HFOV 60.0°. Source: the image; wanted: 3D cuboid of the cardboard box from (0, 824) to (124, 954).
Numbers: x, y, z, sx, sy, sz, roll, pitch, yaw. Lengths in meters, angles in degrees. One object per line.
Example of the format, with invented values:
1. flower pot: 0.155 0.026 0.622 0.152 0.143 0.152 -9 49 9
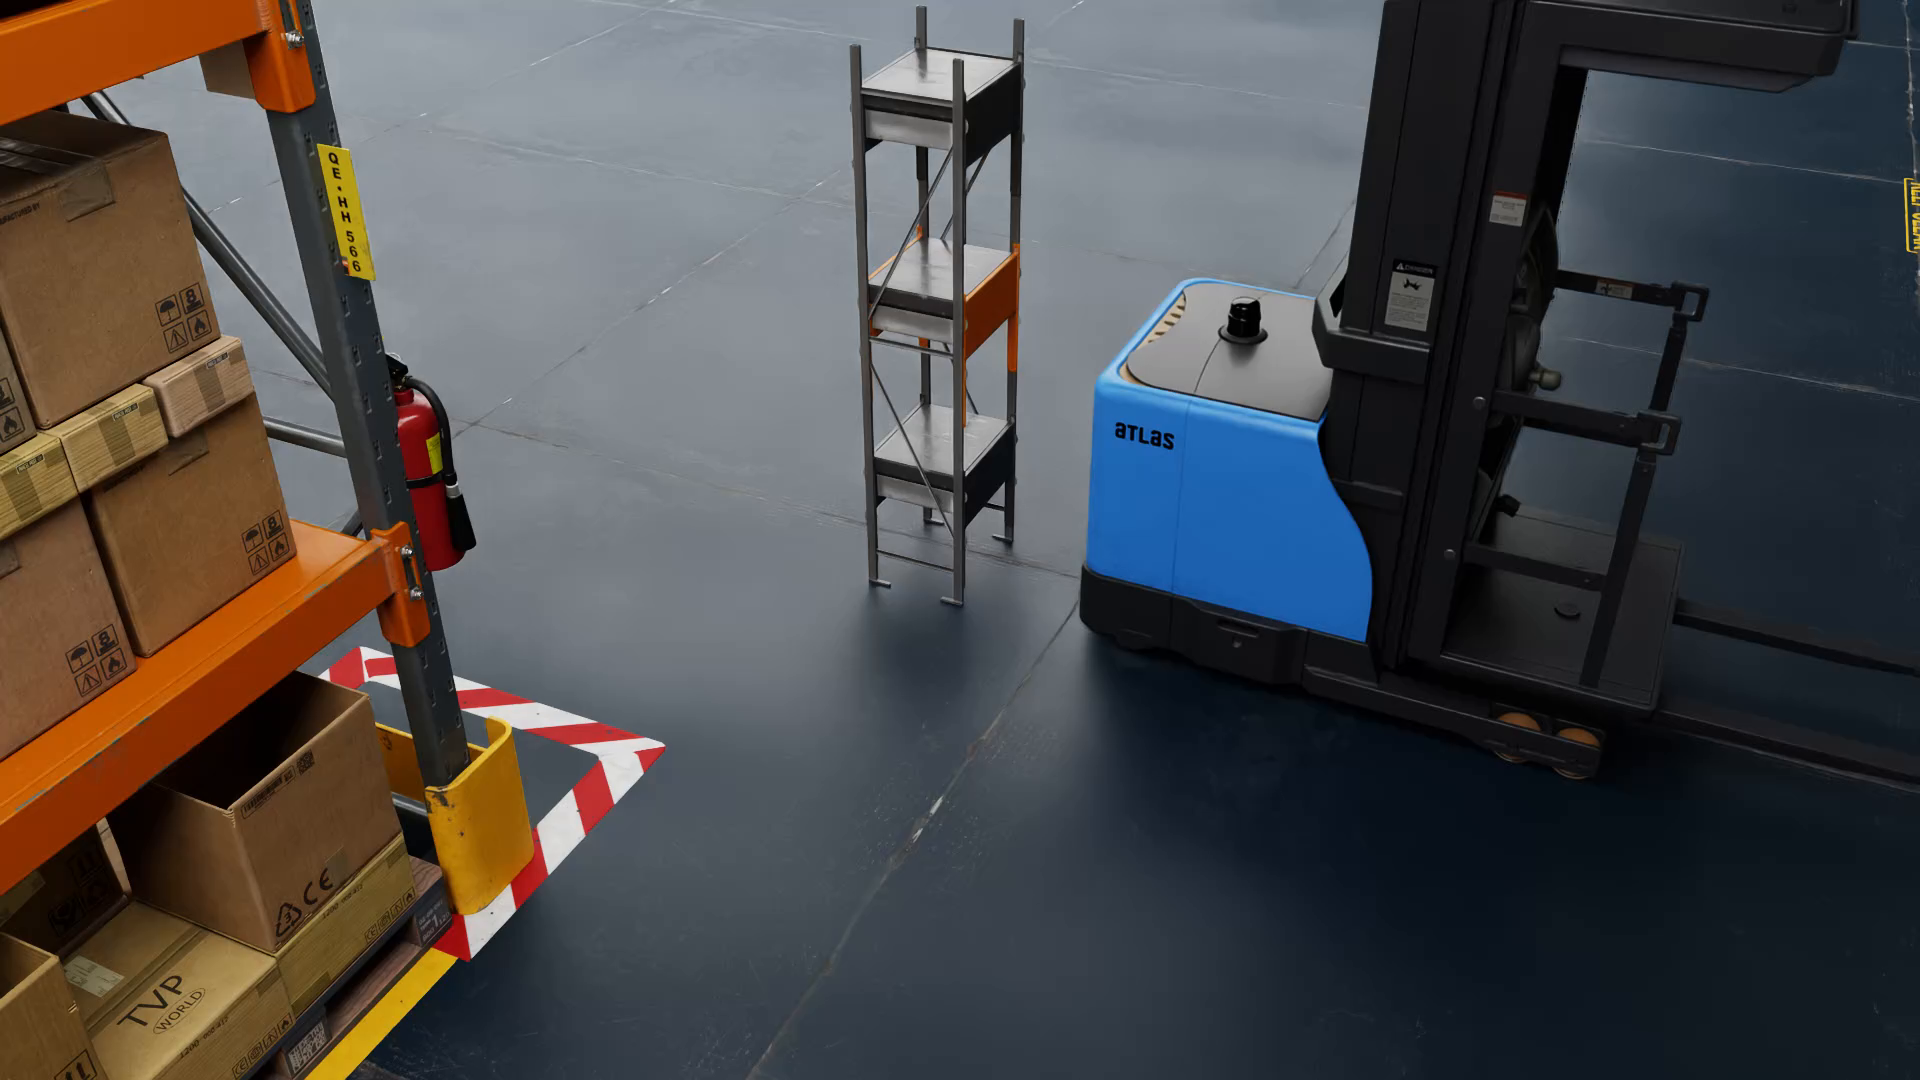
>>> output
1. cardboard box: -2.566 0.809 4.221 0.500 0.500 0.500 14 36 20

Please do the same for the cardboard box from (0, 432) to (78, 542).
1. cardboard box: -2.134 -0.138 3.542 0.380 0.149 0.250 14 36 20

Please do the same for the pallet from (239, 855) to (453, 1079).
1. pallet: -2.214 1.240 4.667 1.003 0.211 1.213 14 36 20

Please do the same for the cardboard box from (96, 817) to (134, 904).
1. cardboard box: -2.359 0.873 4.807 0.500 0.250 0.500 14 36 20

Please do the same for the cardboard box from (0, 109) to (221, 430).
1. cardboard box: -2.161 -0.645 3.724 0.700 0.500 0.500 14 36 21

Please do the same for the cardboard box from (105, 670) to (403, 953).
1. cardboard box: -1.886 0.679 4.419 0.500 0.500 0.500 14 36 20

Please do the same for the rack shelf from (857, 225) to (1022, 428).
1. rack shelf: -0.069 -0.784 6.056 0.431 0.518 0.480 14 36 20

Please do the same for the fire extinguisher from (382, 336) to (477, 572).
1. fire extinguisher: -1.461 -0.237 4.446 0.296 0.674 0.183 14 36 20

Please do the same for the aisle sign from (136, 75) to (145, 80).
1. aisle sign: -2.183 -1.507 3.942 0.394 0.787 0.004 14 36 20

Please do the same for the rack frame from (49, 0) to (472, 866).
1. rack frame: -1.932 -0.317 4.498 1.000 3.000 0.127 14 36 20

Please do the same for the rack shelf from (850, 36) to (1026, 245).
1. rack shelf: -0.069 -1.370 5.672 0.431 0.518 0.480 14 36 20

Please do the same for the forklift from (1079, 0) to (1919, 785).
1. forklift: 2.003 -0.764 5.242 3.031 2.935 1.130 14 36 21

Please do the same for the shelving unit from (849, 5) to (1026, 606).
1. shelving unit: -0.069 -0.796 6.049 0.431 2.100 0.503 14 36 20

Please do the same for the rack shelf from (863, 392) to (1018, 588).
1. rack shelf: -0.069 -0.199 6.440 0.431 0.518 0.480 14 36 20

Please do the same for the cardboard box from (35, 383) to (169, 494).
1. cardboard box: -2.027 -0.265 3.736 0.380 0.149 0.250 15 36 22

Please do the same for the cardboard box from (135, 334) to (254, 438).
1. cardboard box: -1.919 -0.396 3.935 0.380 0.149 0.250 14 36 20

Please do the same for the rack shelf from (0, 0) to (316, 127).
1. rack shelf: -2.769 -0.274 2.353 1.077 0.370 4.000 14 36 20

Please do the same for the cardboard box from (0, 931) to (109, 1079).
1. cardboard box: -2.291 1.181 3.655 0.500 0.500 0.500 14 36 20

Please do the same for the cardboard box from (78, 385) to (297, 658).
1. cardboard box: -2.139 -0.129 4.120 0.700 0.500 0.500 14 36 20

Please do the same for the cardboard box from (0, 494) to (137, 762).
1. cardboard box: -2.355 0.134 3.720 0.700 0.500 0.500 15 36 22

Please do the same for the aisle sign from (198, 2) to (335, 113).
1. aisle sign: -1.638 -1.369 3.732 0.394 0.787 0.004 14 36 20

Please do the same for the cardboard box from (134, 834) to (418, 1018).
1. cardboard box: -1.888 0.992 4.626 0.500 0.250 0.500 14 36 20

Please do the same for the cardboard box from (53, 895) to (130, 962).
1. cardboard box: -2.565 1.123 4.426 0.500 0.250 0.500 14 36 20

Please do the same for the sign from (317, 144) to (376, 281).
1. sign: -1.445 -0.769 3.915 0.100 0.325 0.005 14 36 20

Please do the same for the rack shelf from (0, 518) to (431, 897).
1. rack shelf: -2.769 0.980 3.176 1.077 0.370 4.000 14 36 20

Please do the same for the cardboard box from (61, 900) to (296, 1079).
1. cardboard box: -2.087 1.244 4.242 0.500 0.250 0.500 14 36 20

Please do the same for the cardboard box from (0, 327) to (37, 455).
1. cardboard box: -2.376 -0.382 3.323 0.700 0.500 0.500 13 36 19

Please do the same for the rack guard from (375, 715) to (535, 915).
1. rack guard: -1.922 0.717 5.201 1.175 0.500 0.348 14 36 20

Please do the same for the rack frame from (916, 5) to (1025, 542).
1. rack frame: 0.033 -0.917 6.234 0.400 2.100 0.015 14 36 20

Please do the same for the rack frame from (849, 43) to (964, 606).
1. rack frame: -0.171 -0.674 5.863 0.400 2.100 0.015 14 36 20
